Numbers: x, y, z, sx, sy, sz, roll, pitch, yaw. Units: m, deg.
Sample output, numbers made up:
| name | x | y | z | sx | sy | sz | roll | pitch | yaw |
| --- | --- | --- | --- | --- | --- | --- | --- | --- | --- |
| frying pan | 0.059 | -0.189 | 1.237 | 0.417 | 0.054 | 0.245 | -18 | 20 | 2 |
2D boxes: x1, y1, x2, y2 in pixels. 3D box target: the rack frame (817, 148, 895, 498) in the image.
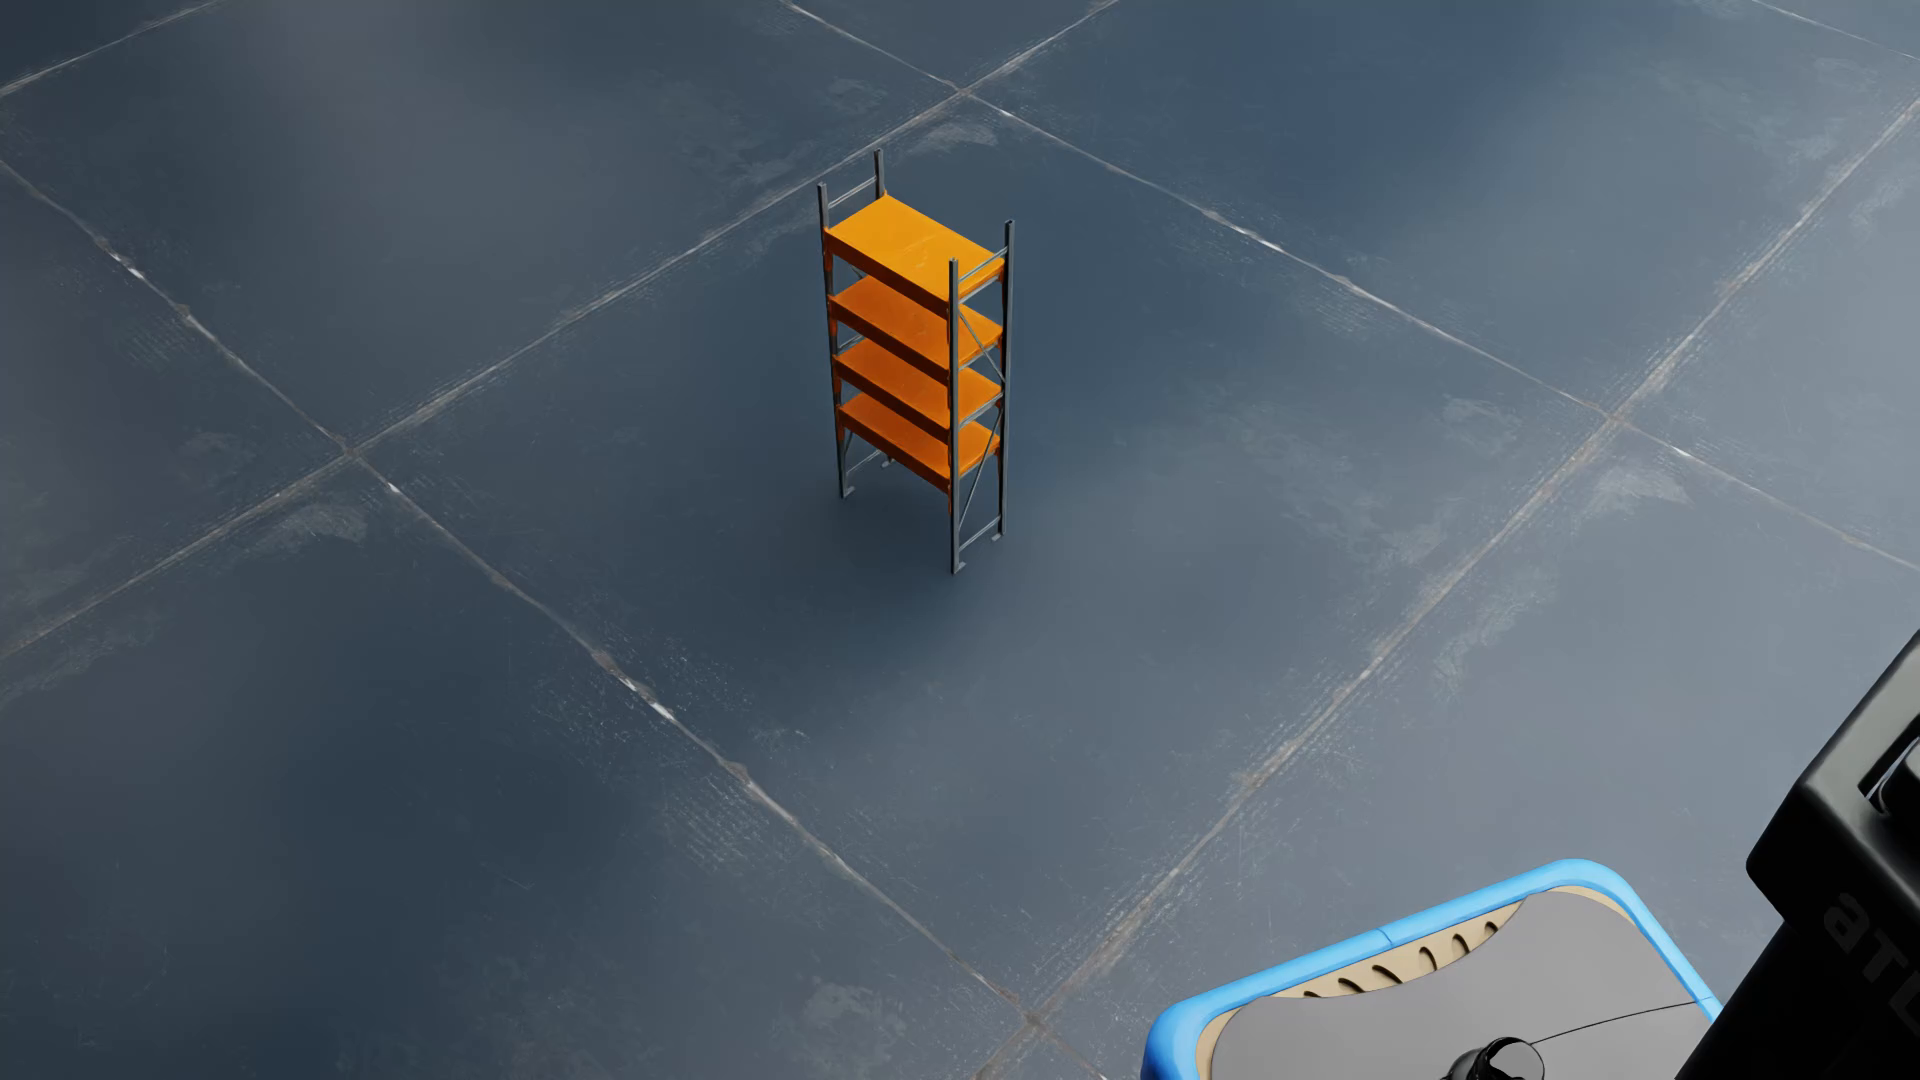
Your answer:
| name | x | y | z | sx | sy | sz | roll | pitch | yaw |
| --- | --- | --- | --- | --- | --- | --- | --- | --- | --- |
| rack frame | -0.301 | -0.613 | 5.003 | 0.015 | 1.200 | 0.240 | 34 | 55 | 28 |

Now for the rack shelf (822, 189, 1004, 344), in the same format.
| name | x | y | z | sx | sy | sz | roll | pitch | yaw |
| --- | --- | --- | --- | --- | --- | --- | --- | --- | --- |
| rack shelf | -0.122 | -0.762 | 4.603 | 0.480 | 0.148 | 0.258 | 34 | 55 | 28 |

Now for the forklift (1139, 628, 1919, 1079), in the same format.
| name | x | y | z | sx | sy | sz | roll | pitch | yaw |
| --- | --- | --- | --- | --- | --- | --- | --- | --- | --- |
| forklift | 1.327 | 1.460 | 1.868 | 1.130 | 2.935 | 3.031 | -16 | 49 | -14 |

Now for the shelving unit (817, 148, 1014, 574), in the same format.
| name | x | y | z | sx | sy | sz | roll | pitch | yaw |
| --- | --- | --- | --- | --- | --- | --- | --- | --- | --- |
| shelving unit | -0.122 | -0.493 | 4.889 | 0.503 | 1.200 | 0.258 | 34 | 55 | 28 |

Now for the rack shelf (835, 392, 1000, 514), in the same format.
| name | x | y | z | sx | sy | sz | roll | pitch | yaw |
| --- | --- | --- | --- | --- | --- | --- | --- | --- | --- |
| rack shelf | -0.122 | -0.311 | 5.083 | 0.480 | 0.148 | 0.258 | 34 | 55 | 28 |

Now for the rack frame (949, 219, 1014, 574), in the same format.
| name | x | y | z | sx | sy | sz | roll | pitch | yaw |
| --- | --- | --- | --- | --- | --- | --- | --- | --- | --- |
| rack frame | 0.058 | -0.372 | 4.776 | 0.015 | 1.200 | 0.240 | 34 | 55 | 28 |

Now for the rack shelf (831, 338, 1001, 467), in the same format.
| name | x | y | z | sx | sy | sz | roll | pitch | yaw |
| --- | --- | --- | --- | --- | --- | --- | --- | --- | --- |
| rack shelf | -0.122 | -0.447 | 4.938 | 0.480 | 0.148 | 0.258 | 34 | 55 | 28 |

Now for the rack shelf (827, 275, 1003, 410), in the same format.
| name | x | y | z | sx | sy | sz | roll | pitch | yaw |
| --- | --- | --- | --- | --- | --- | --- | --- | --- | --- |
| rack shelf | -0.122 | -0.600 | 4.775 | 0.480 | 0.148 | 0.258 | 34 | 55 | 28 |
